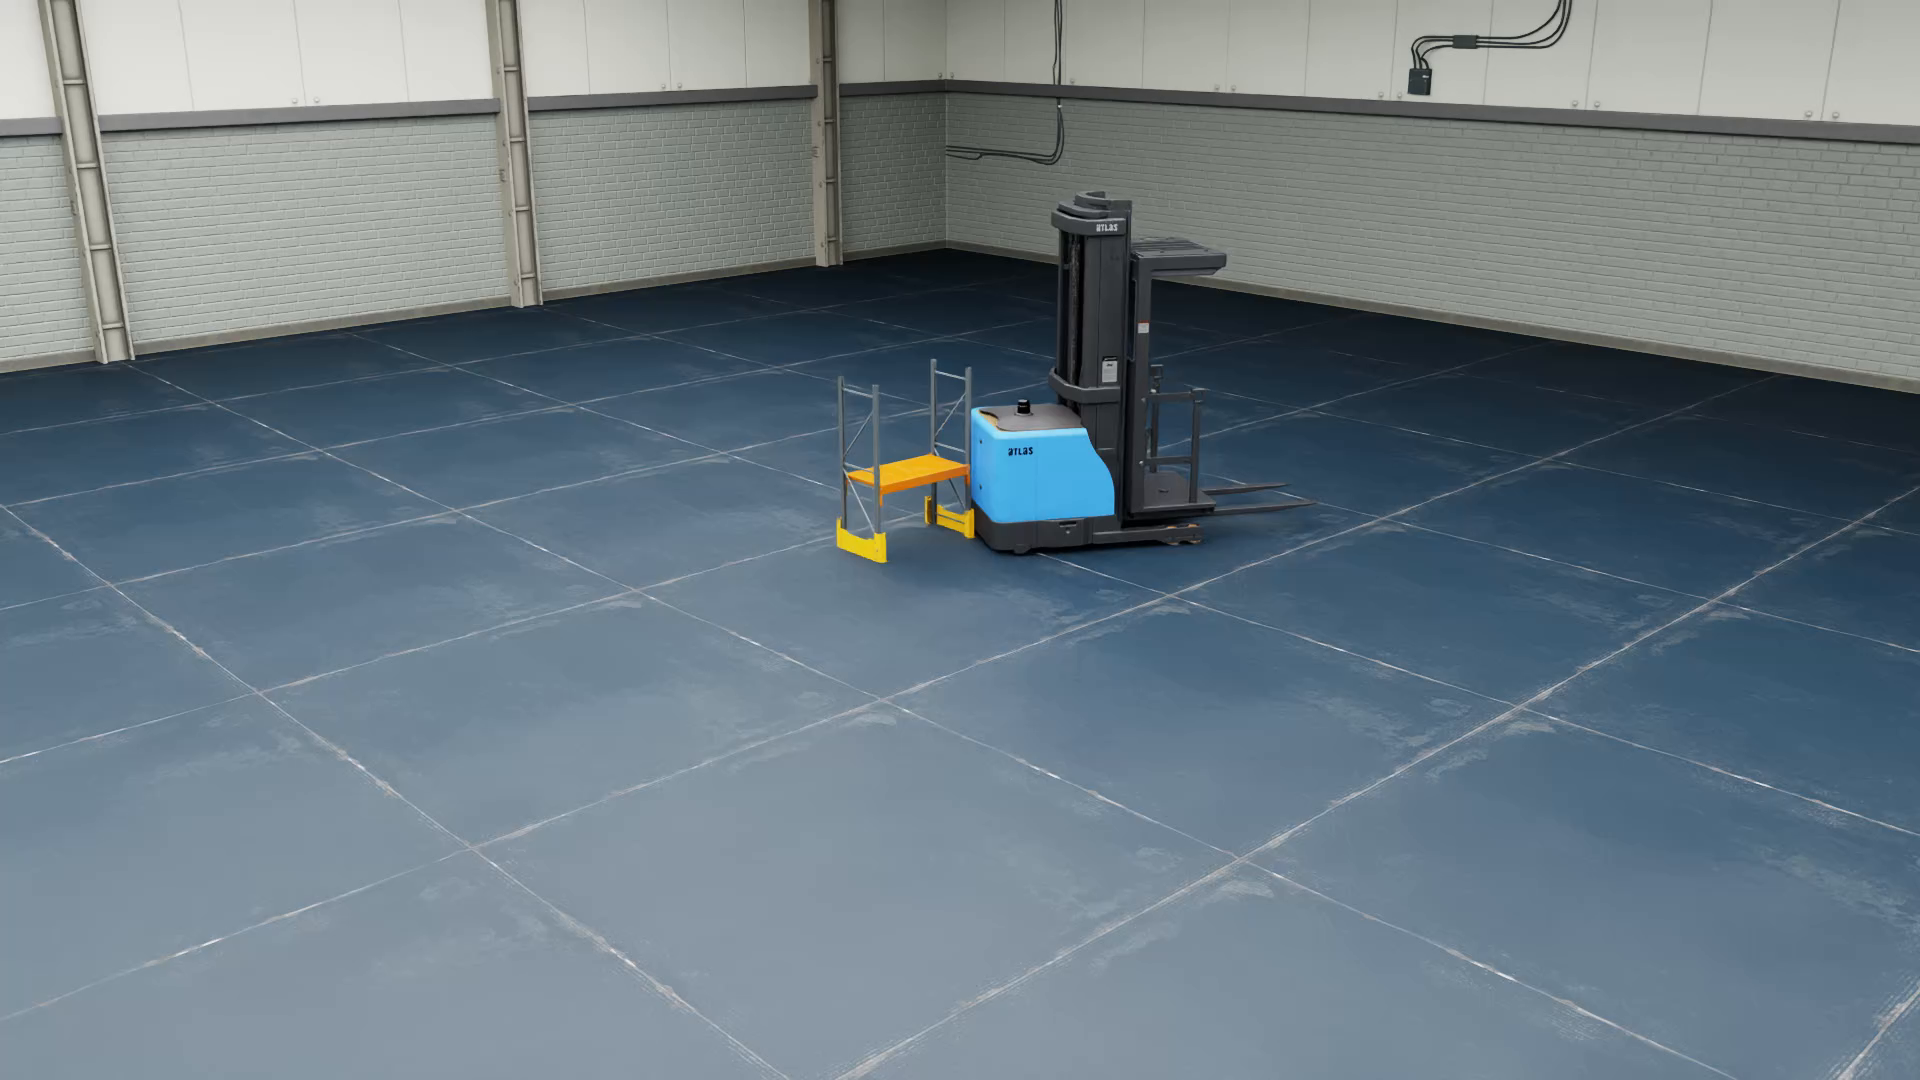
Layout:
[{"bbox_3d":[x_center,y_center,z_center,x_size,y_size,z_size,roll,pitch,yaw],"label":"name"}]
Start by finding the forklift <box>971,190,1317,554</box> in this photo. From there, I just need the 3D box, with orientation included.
[{"bbox_3d":[1.629,-1.500,14.359,3.031,2.935,1.130,-4,18,-13],"label":"forklift"}]

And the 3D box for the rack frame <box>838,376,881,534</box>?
[{"bbox_3d":[-0.838,-0.594,13.885,0.032,1.500,0.500,-15,23,-39],"label":"rack frame"}]

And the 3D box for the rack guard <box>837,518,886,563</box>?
[{"bbox_3d":[-0.837,0.000,14.078,0.087,0.250,0.587,-15,23,-39],"label":"rack guard"}]

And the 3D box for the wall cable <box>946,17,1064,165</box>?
[{"bbox_3d":[0.719,-8.034,29.707,0.112,2.526,3.097,-16,24,-41],"label":"wall cable"}]

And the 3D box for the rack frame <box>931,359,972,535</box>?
[{"bbox_3d":[-0.078,-0.802,14.528,0.032,1.500,0.500,-15,23,-39],"label":"rack frame"}]

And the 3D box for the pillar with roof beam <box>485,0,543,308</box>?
[{"bbox_3d":[-3.732,-6.947,21.319,0.400,9.000,9.100,-16,24,-41],"label":"pillar with roof beam"}]

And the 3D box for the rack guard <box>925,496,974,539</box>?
[{"bbox_3d":[-0.093,-0.204,14.708,0.087,0.250,0.587,-15,23,-39],"label":"rack guard"}]

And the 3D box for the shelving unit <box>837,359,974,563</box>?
[{"bbox_3d":[-0.465,-0.696,14.200,1.083,1.500,0.587,-15,23,-39],"label":"shelving unit"}]

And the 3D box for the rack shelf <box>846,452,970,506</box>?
[{"bbox_3d":[-0.458,-0.527,14.262,1.000,0.185,0.538,-15,23,-39],"label":"rack shelf"}]

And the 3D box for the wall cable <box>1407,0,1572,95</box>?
[{"bbox_3d":[7.230,-8.998,22.131,0.169,6.003,2.305,-16,24,-41],"label":"wall cable"}]

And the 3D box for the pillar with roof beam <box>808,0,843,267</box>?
[{"bbox_3d":[0.627,-8.218,25.241,0.400,9.000,9.100,-16,24,-41],"label":"pillar with roof beam"}]

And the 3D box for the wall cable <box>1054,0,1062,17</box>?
[{"bbox_3d":[2.577,-9.830,27.058,0.112,2.526,3.097,-16,24,-41],"label":"wall cable"}]

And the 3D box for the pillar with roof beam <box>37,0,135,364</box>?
[{"bbox_3d":[-8.092,-5.675,17.398,0.400,9.000,9.100,-16,24,-41],"label":"pillar with roof beam"}]
